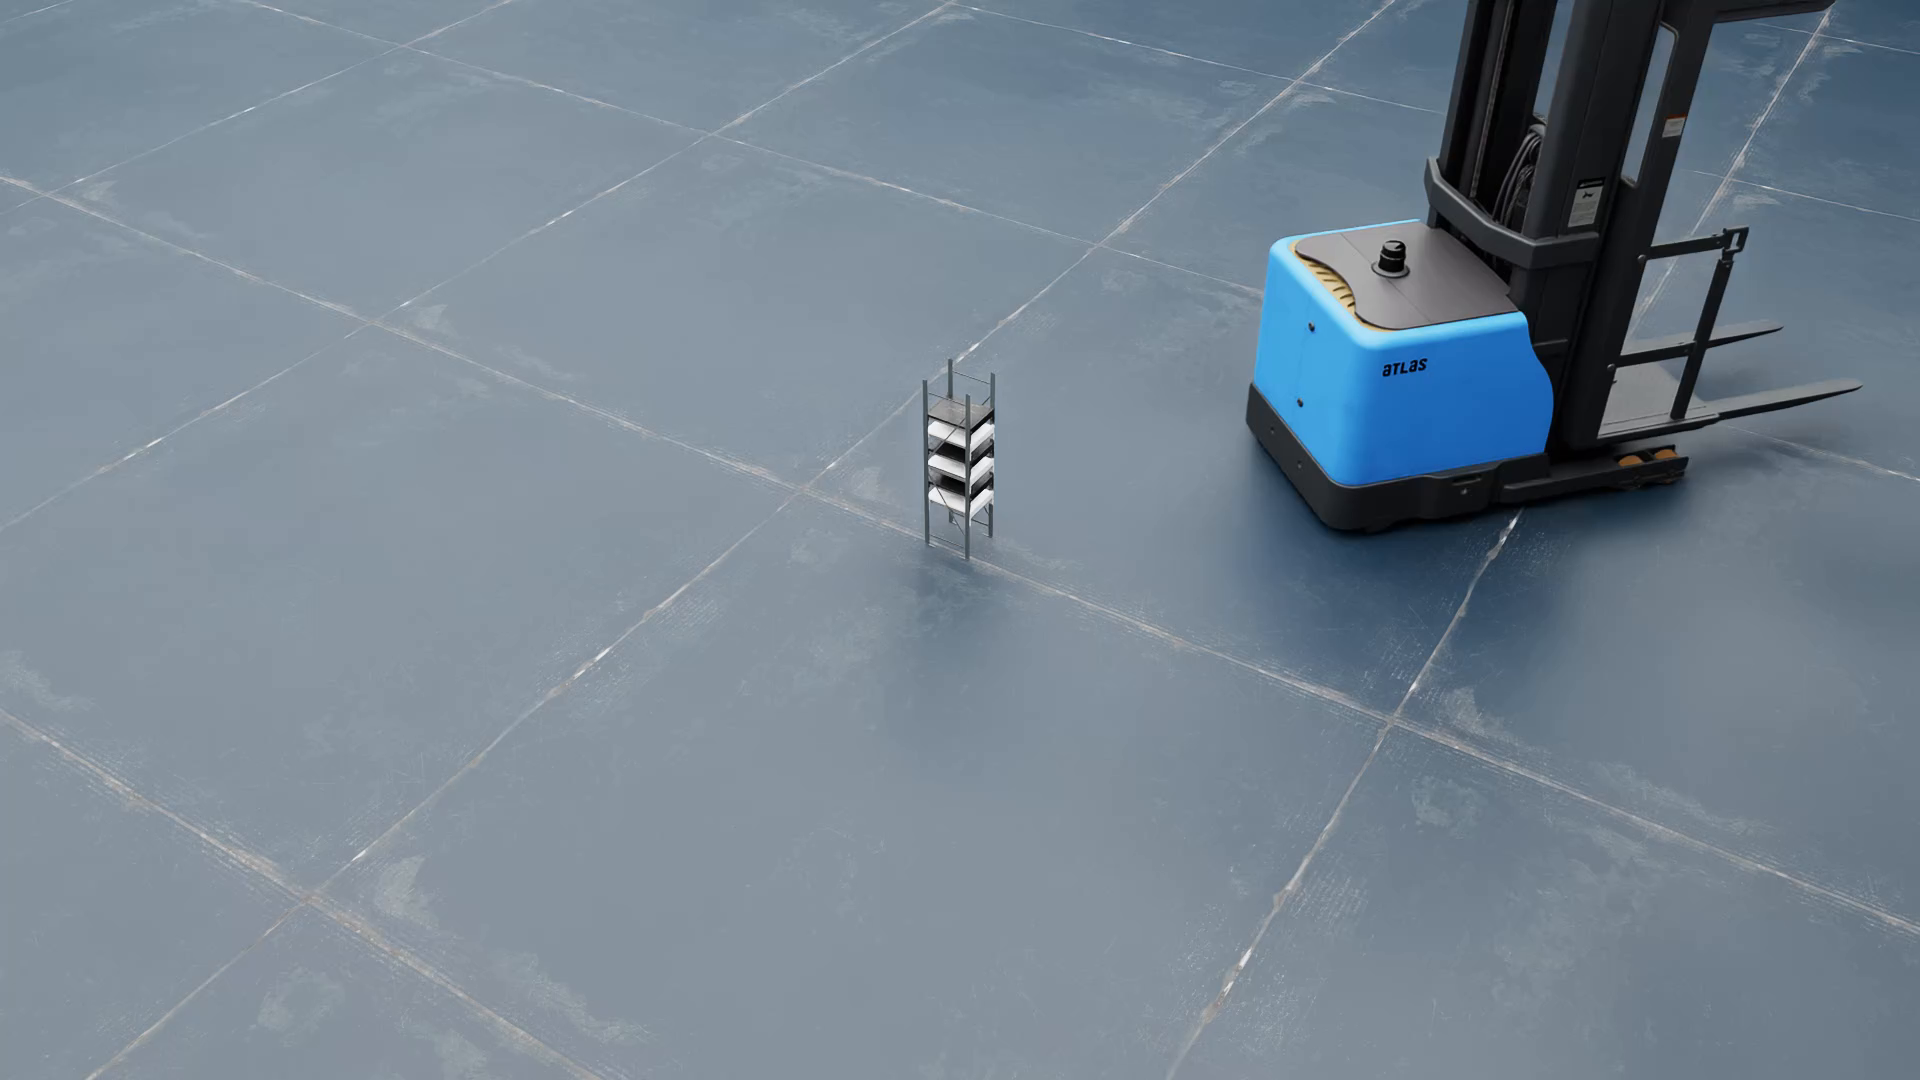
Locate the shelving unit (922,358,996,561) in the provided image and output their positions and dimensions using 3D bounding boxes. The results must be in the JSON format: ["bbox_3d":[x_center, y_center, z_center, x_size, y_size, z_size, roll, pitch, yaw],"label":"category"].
[{"bbox_3d":[-0.004,-0.352,7.470,0.258,0.900,0.210,21,42,25],"label":"shelving unit"}]

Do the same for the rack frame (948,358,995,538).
[{"bbox_3d":[0.050,-0.405,7.538,0.240,0.900,0.006,21,42,25],"label":"rack frame"}]

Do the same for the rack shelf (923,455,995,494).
[{"bbox_3d":[-0.004,-0.326,7.490,0.258,0.077,0.200,21,42,25],"label":"rack shelf"}]

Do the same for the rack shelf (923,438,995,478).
[{"bbox_3d":[-0.004,-0.397,7.435,0.258,0.077,0.200,21,42,25],"label":"rack shelf"}]

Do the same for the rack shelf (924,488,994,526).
[{"bbox_3d":[-0.004,-0.183,7.600,0.258,0.077,0.200,21,42,25],"label":"rack shelf"}]

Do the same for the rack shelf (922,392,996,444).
[{"bbox_3d":[-0.004,-0.540,7.325,0.258,0.077,0.200,21,42,25],"label":"rack shelf"}]

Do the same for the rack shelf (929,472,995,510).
[{"bbox_3d":[-0.004,-0.255,7.545,0.258,0.077,0.200,21,42,25],"label":"rack shelf"}]

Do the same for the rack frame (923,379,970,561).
[{"bbox_3d":[-0.059,-0.300,7.402,0.240,0.900,0.006,21,42,25],"label":"rack frame"}]

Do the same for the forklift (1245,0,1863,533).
[{"bbox_3d":[3.020,-1.702,7.557,3.031,2.935,1.130,-10,39,-13],"label":"forklift"}]

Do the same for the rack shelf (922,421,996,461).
[{"bbox_3d":[-0.004,-0.468,7.380,0.258,0.077,0.200,21,42,25],"label":"rack shelf"}]
